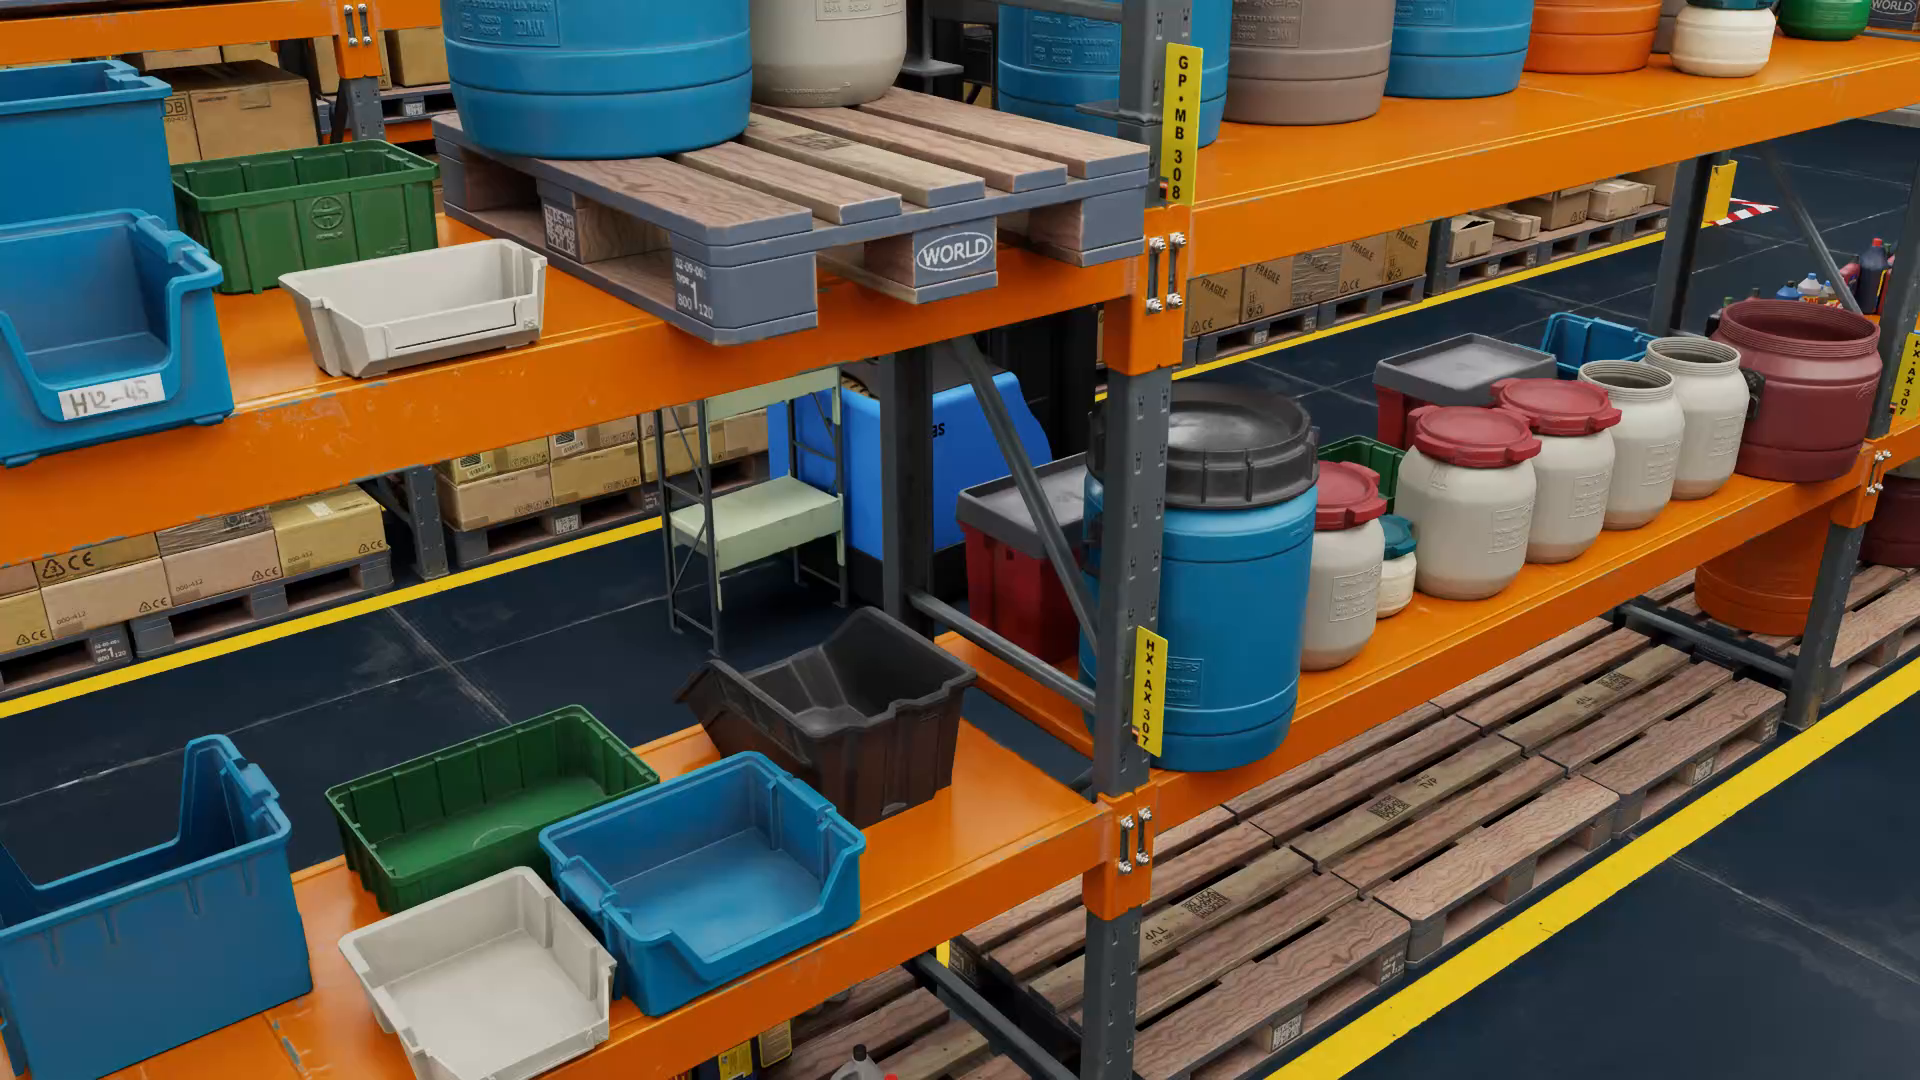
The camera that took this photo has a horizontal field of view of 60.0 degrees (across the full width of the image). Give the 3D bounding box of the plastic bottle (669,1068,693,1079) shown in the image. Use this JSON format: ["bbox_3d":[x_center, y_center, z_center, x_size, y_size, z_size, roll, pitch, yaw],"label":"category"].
[{"bbox_3d":[-0.800,1.499,4.675,0.097,0.271,0.097,0,25,0],"label":"plastic bottle"}]

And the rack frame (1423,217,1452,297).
[{"bbox_3d":[3.373,-3.409,12.531,0.127,3.000,1.000,-18,31,-34],"label":"rack frame"}]

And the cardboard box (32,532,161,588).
[{"bbox_3d":[-3.944,-0.164,7.416,0.500,0.500,0.500,-18,31,-34],"label":"cardboard box"}]

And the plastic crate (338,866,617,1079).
[{"bbox_3d":[-0.991,0.937,3.482,0.437,0.136,0.530,-18,31,-34],"label":"plastic crate"}]

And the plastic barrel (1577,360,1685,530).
[{"bbox_3d":[2.269,-0.331,5.767,0.421,0.512,0.421,0,25,0],"label":"plastic barrel"}]

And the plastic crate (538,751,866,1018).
[{"bbox_3d":[-0.572,0.756,3.734,0.616,0.251,0.499,-18,31,-34],"label":"plastic crate"}]

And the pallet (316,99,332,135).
[{"bbox_3d":[-5.291,-3.034,11.952,1.213,0.211,1.003,-18,31,-34],"label":"pallet"}]

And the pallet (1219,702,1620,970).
[{"bbox_3d":[1.686,1.041,6.257,1.213,0.211,1.003,-18,31,-34],"label":"pallet"}]

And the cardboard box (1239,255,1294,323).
[{"bbox_3d":[1.973,-1.863,11.647,0.500,0.500,0.500,-19,31,-36],"label":"cardboard box"}]

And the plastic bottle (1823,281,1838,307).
[{"bbox_3d":[4.077,-1.120,7.835,0.097,0.201,0.097,0,25,0],"label":"plastic bottle"}]

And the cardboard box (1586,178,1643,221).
[{"bbox_3d":[5.478,-2.940,14.266,0.500,0.250,0.500,-18,31,-34],"label":"cardboard box"}]

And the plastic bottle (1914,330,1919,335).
[{"bbox_3d":[4.091,-0.799,7.145,0.097,0.201,0.097,0,25,0],"label":"plastic bottle"}]

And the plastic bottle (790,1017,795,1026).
[{"bbox_3d":[-0.550,1.372,5.033,0.097,0.201,0.097,0,25,0],"label":"plastic bottle"}]

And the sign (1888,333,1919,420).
[{"bbox_3d":[3.624,-0.621,6.332,0.005,0.325,0.100,-18,31,-34],"label":"sign"}]

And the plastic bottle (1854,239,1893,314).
[{"bbox_3d":[4.384,-1.276,7.995,0.185,0.351,0.144,-18,31,-34],"label":"plastic bottle"}]

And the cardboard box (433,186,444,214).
[{"bbox_3d":[-4.220,-2.637,13.316,0.500,0.500,0.700,-18,31,-34],"label":"cardboard box"}]

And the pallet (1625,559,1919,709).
[{"bbox_3d":[3.873,0.319,7.813,1.213,0.211,1.003,-18,31,-34],"label":"pallet"}]

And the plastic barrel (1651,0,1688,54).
[{"bbox_3d":[2.498,-2.174,5.713,0.600,0.901,0.600,0,25,0],"label":"plastic barrel"}]

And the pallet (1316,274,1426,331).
[{"bbox_3d":[2.756,-1.920,12.636,1.213,0.211,1.003,-18,31,-34],"label":"pallet"}]

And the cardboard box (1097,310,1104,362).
[{"bbox_3d":[0.760,-1.459,10.777,0.500,0.500,0.500,-17,30,-32],"label":"cardboard box"}]

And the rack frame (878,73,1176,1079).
[{"bbox_3d":[0.131,0.311,4.516,0.127,3.000,1.000,-18,31,-34],"label":"rack frame"}]

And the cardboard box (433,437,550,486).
[{"bbox_3d":[-2.444,-0.553,8.479,0.500,0.311,0.500,-18,30,-34],"label":"cardboard box"}]

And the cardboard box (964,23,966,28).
[{"bbox_3d":[-0.290,-4.899,15.246,0.500,0.500,0.500,-18,30,-34],"label":"cardboard box"}]

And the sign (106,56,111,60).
[{"bbox_3d":[-5.641,-3.185,11.022,0.005,0.325,0.100,-18,31,-34],"label":"sign"}]

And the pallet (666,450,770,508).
[{"bbox_3d":[-1.406,-0.589,9.767,1.213,0.211,1.003,-18,31,-34],"label":"pallet"}]

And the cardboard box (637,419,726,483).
[{"bbox_3d":[-1.643,-0.564,9.170,0.500,0.250,0.500,-19,31,-36],"label":"cardboard box"}]

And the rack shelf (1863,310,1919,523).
[{"bbox_3d":[4.852,-0.921,8.025,4.000,0.370,1.077,-18,31,-34],"label":"rack shelf"}]

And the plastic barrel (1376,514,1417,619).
[{"bbox_3d":[1.267,0.081,5.176,0.301,0.262,0.301,0,25,0],"label":"plastic barrel"}]

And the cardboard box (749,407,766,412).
[{"bbox_3d":[-1.235,-0.953,9.341,0.500,0.311,0.500,-17,30,-33],"label":"cardboard box"}]

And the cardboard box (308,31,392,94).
[{"bbox_3d":[-4.618,-3.660,12.433,0.500,0.500,0.700,-14,28,-27],"label":"cardboard box"}]

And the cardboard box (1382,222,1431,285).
[{"bbox_3d":[3.161,-2.251,12.484,0.500,0.500,0.500,-18,31,-34],"label":"cardboard box"}]

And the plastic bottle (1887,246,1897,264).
[{"bbox_3d":[4.521,-1.281,8.085,0.133,0.283,0.061,-18,31,-34],"label":"plastic bottle"}]

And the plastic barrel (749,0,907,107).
[{"bbox_3d":[-0.329,-1.244,3.672,0.421,0.512,0.421,0,25,0],"label":"plastic barrel"}]

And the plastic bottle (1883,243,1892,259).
[{"bbox_3d":[4.484,-1.301,8.128,0.133,0.283,0.061,-18,31,-34],"label":"plastic bottle"}]

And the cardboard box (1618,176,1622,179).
[{"bbox_3d":[5.782,-3.302,15.145,0.250,0.166,0.380,-18,31,-34],"label":"cardboard box"}]

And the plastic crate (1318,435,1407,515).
[{"bbox_3d":[1.327,-0.138,5.737,0.662,0.188,0.450,-18,31,-34],"label":"plastic crate"}]

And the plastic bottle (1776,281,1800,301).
[{"bbox_3d":[3.771,-1.050,7.602,0.097,0.271,0.097,0,25,0],"label":"plastic bottle"}]

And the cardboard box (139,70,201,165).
[{"bbox_3d":[-3.665,-1.715,7.223,0.500,0.500,0.700,-18,31,-34],"label":"cardboard box"}]

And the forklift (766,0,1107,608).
[{"bbox_3d":[0.462,-1.505,8.511,3.031,2.935,1.130,-21,32,-37],"label":"forklift"}]

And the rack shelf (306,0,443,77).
[{"bbox_3d":[-1.349,-2.884,8.693,4.000,0.370,1.077,-18,31,-34],"label":"rack shelf"}]

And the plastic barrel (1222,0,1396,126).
[{"bbox_3d":[0.912,-1.650,4.584,0.600,0.901,0.600,0,25,0],"label":"plastic barrel"}]

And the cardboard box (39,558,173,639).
[{"bbox_3d":[-3.937,0.181,7.565,0.500,0.250,0.500,-18,31,-34],"label":"cardboard box"}]

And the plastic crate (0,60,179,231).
[{"bbox_3d":[-1.702,-0.598,2.931,0.575,0.384,0.392,-18,31,-34],"label":"plastic crate"}]

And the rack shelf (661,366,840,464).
[{"bbox_3d":[-0.953,-0.661,7.465,0.720,0.370,0.431,-21,32,-37],"label":"rack shelf"}]

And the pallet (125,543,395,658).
[{"bbox_3d":[-3.574,0.127,8.225,1.213,0.211,1.003,-18,31,-34],"label":"pallet"}]

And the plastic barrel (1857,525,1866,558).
[{"bbox_3d":[4.042,-0.099,7.856,0.421,0.512,0.421,0,25,0],"label":"plastic barrel"}]

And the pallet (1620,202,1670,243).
[{"bbox_3d":[5.834,-2.955,14.868,1.213,0.211,1.003,-18,31,-34],"label":"pallet"}]

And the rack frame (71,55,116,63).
[{"bbox_3d":[-5.982,-2.970,11.587,0.127,3.000,1.000,-18,31,-34],"label":"rack frame"}]

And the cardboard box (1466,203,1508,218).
[{"bbox_3d":[4.236,-2.825,13.946,0.500,0.311,0.500,-18,31,-34],"label":"cardboard box"}]

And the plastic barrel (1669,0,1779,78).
[{"bbox_3d":[2.422,-1.618,5.274,0.301,0.262,0.301,0,25,0],"label":"plastic barrel"}]

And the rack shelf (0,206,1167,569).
[{"bbox_3d":[-1.443,-0.203,2.916,4.000,0.370,1.077,-18,31,-34],"label":"rack shelf"}]

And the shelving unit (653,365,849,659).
[{"bbox_3d":[-0.953,-0.307,7.630,0.755,1.500,0.431,-21,32,-37],"label":"shelving unit"}]
